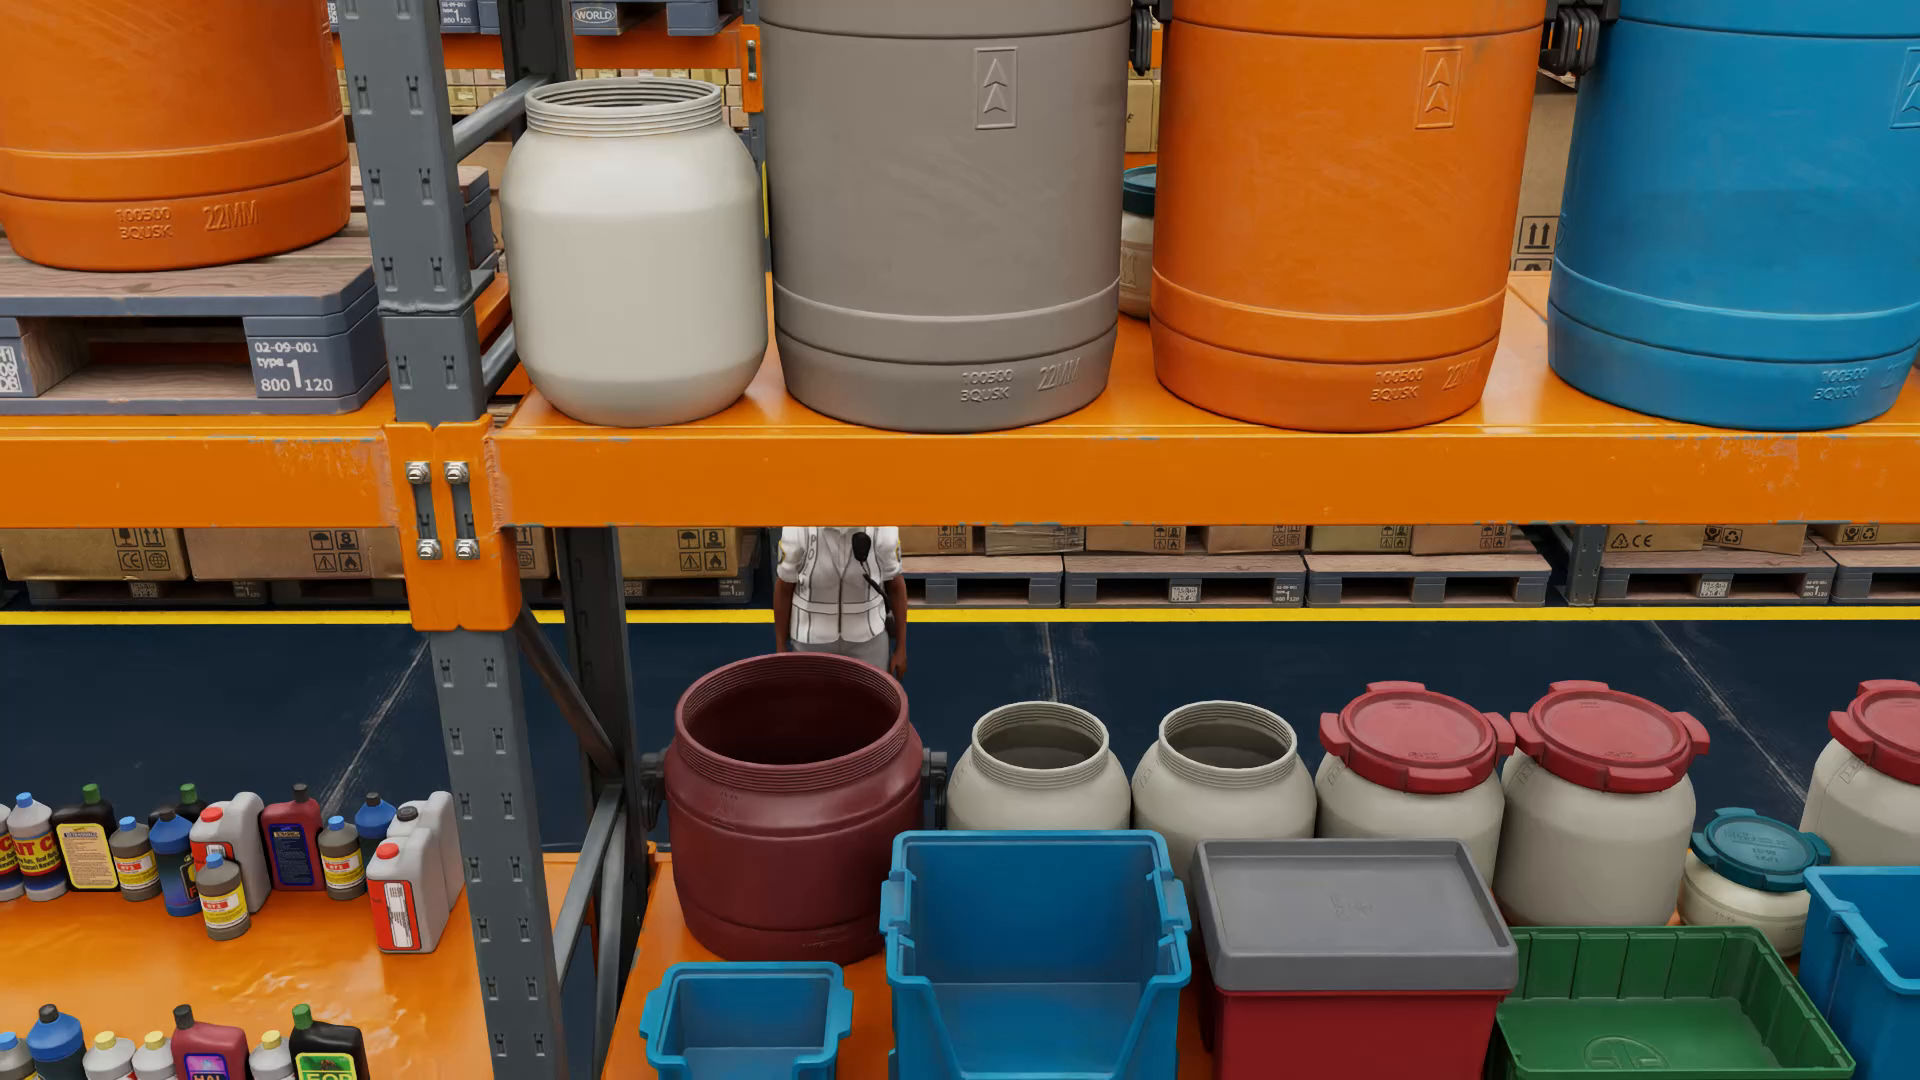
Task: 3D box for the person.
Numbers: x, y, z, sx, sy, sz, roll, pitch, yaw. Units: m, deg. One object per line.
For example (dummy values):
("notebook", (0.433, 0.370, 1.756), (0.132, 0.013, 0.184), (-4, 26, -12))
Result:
("person", (-0.455, 0.411, 6.191), (0.530, 1.660, 0.428), (-2, 24, -4))
